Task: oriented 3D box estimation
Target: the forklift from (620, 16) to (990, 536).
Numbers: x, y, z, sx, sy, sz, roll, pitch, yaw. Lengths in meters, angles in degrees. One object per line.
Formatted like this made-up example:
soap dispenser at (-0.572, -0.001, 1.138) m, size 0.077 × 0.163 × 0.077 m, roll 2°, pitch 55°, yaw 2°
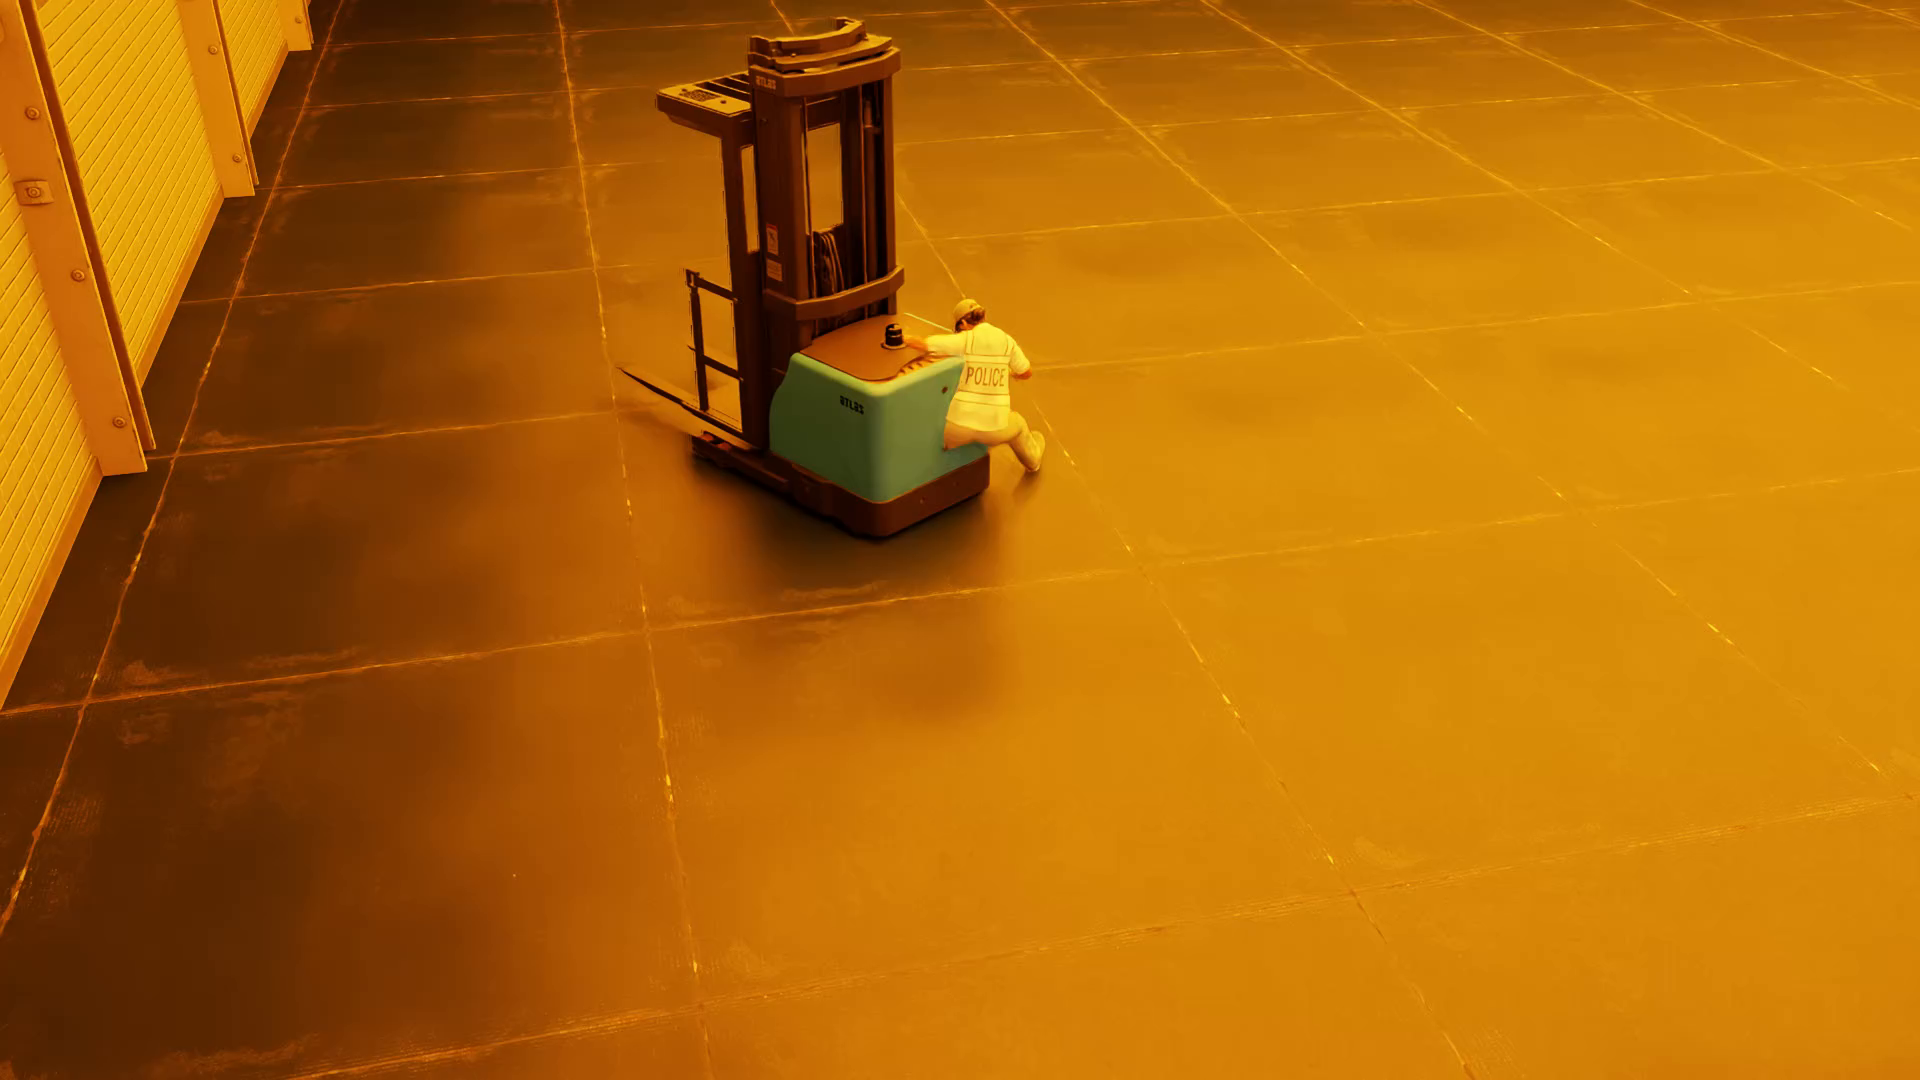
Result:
forklift at (-1.201, -1.927, 10.904) m, size 1.130 × 2.935 × 3.031 m, roll -27°, pitch 39°, yaw -38°

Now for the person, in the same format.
person at (0.015, -0.877, 10.724) m, size 1.265 × 1.341 × 0.869 m, roll -5°, pitch 30°, yaw -8°
